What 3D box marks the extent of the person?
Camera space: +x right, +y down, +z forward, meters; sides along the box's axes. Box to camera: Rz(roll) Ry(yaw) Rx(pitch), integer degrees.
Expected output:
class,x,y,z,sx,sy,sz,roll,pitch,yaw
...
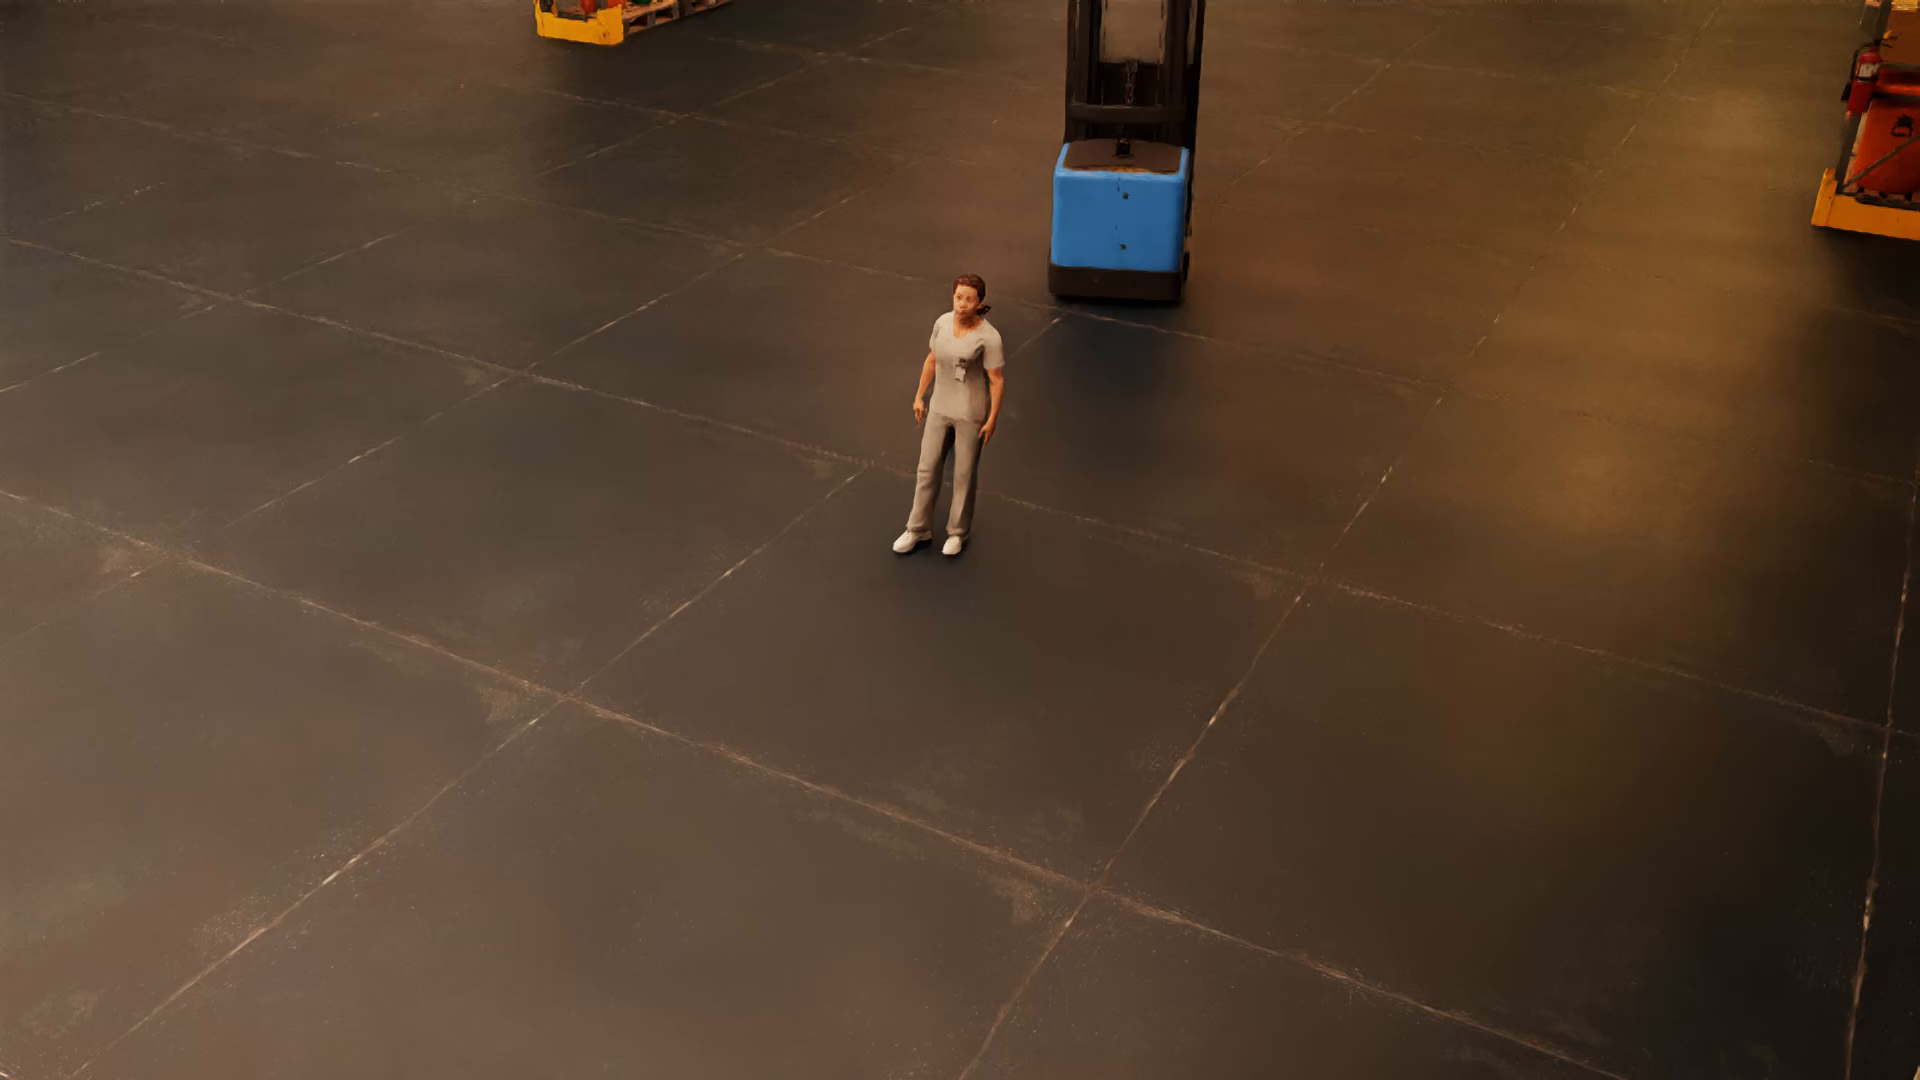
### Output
class,x,y,z,sx,sy,sz,roll,pitch,yaw
person,-0.047,-0.703,9.530,0.550,1.674,0.548,15,33,25

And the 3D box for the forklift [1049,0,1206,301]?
class,x,y,z,sx,sy,sz,roll,pitch,yaw
forklift,1.449,-3.877,13.788,1.130,2.935,3.031,4,30,8
